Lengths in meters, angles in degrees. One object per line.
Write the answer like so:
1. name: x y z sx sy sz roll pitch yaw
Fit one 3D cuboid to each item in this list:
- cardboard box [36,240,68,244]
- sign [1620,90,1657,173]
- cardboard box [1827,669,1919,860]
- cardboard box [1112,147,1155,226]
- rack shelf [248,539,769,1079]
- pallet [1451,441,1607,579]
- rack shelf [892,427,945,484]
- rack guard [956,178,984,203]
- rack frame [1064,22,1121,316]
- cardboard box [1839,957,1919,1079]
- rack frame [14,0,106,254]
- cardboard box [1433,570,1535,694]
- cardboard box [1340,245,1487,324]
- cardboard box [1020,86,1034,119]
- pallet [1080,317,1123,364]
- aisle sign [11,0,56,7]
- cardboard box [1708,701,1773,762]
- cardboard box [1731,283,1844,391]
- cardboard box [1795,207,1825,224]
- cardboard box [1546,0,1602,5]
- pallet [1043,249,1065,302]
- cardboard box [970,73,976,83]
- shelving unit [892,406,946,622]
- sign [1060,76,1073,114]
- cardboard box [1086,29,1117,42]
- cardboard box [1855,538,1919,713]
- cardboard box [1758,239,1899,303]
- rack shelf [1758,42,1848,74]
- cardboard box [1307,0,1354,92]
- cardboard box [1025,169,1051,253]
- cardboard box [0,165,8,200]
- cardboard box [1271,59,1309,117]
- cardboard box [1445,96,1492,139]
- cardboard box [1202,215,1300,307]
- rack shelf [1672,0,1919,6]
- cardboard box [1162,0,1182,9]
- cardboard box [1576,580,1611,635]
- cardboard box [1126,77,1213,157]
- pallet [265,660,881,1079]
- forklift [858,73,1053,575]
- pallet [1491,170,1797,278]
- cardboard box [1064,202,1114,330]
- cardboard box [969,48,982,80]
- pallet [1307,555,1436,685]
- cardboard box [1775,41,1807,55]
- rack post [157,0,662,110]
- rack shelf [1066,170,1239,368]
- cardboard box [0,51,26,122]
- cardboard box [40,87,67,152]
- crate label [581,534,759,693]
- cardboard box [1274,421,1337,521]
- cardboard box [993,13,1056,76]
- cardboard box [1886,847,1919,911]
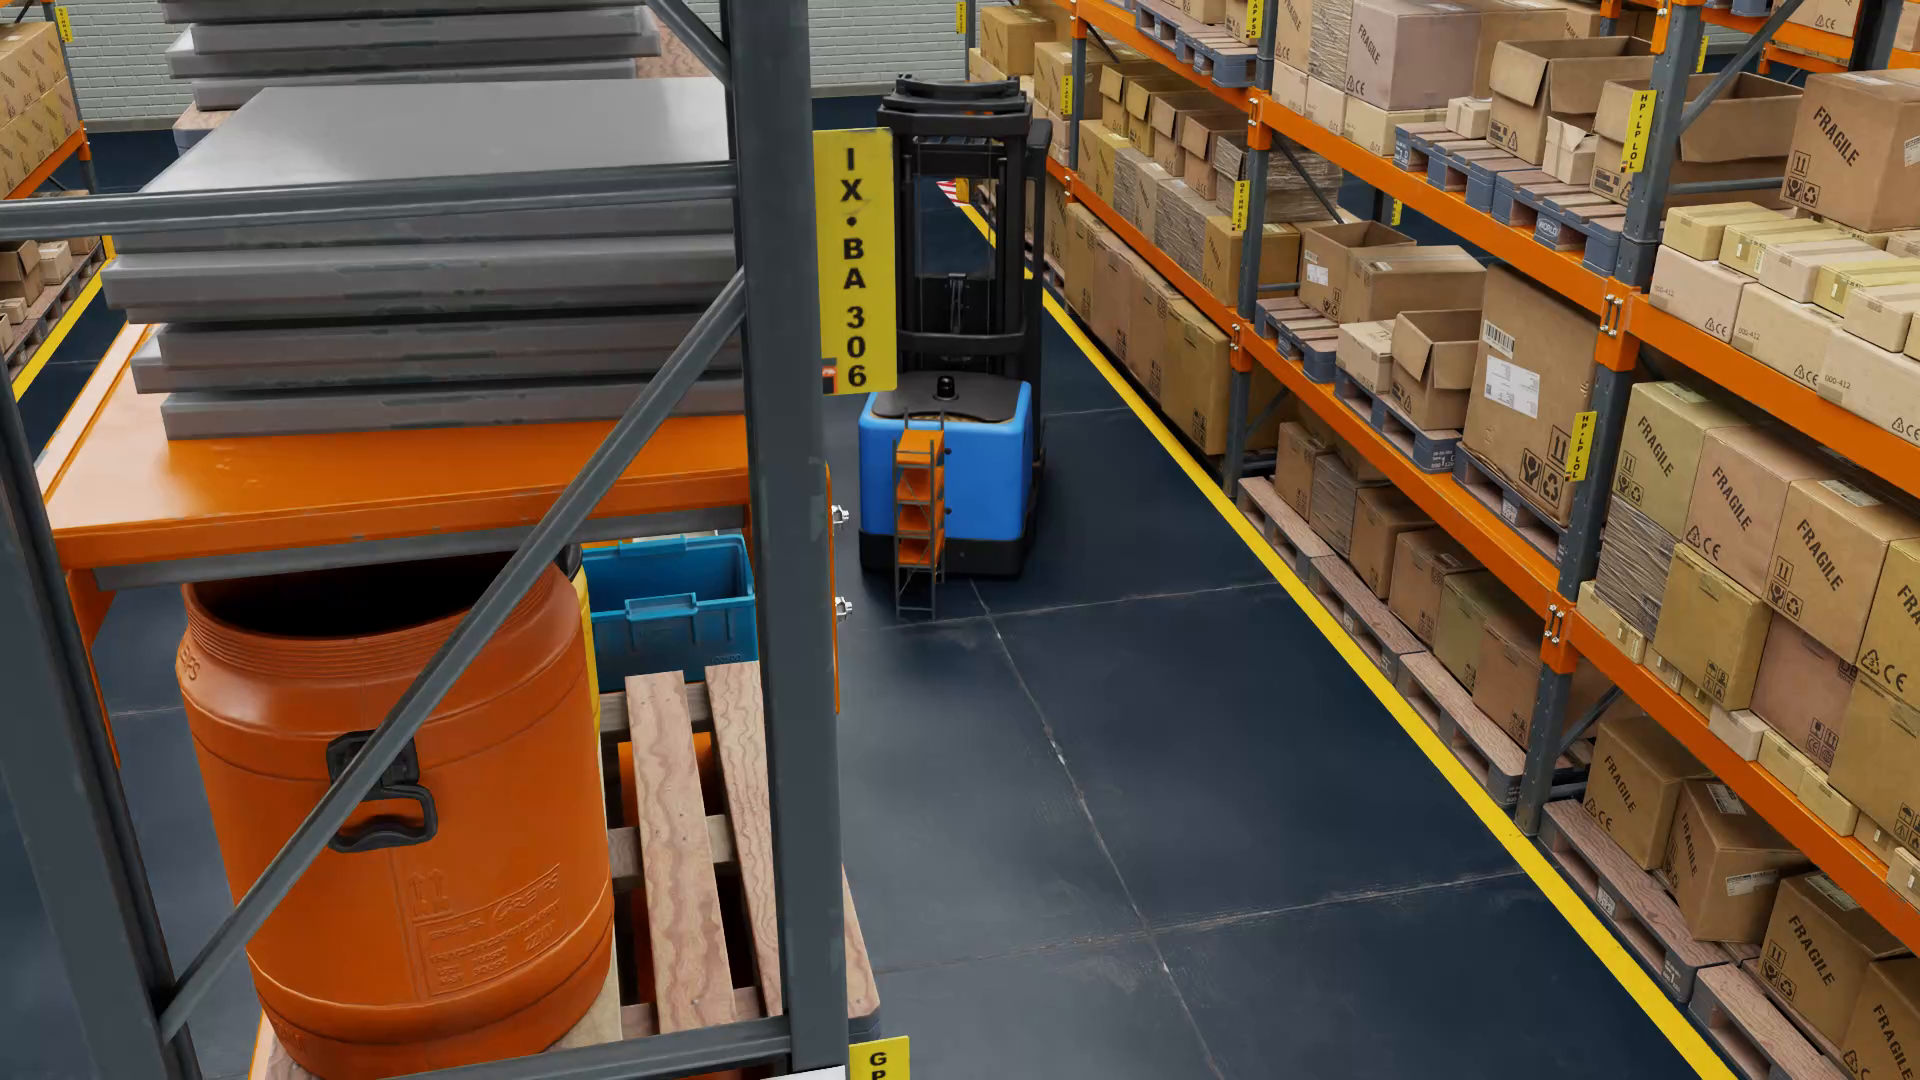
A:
1. cardboard box: -8.731 -2.743 15.859 0.380 0.166 0.250 -6 27 -12
2. sign: 2.720 -1.637 6.670 0.100 0.325 0.005 -6 27 -12
3. cardboard box: 3.662 0.734 5.873 0.875 0.500 0.500 -6 27 -12
4. cardboard box: 1.543 -2.838 13.279 0.500 0.500 0.500 -7 28 -13
5. rack shelf: -1.115 0.414 4.416 1.077 0.370 4.000 -6 27 -12
6. pallet: 3.229 -0.213 8.403 1.003 0.211 1.213 -6 27 -12
7. rack shelf: -0.243 -0.506 9.894 0.258 0.148 0.480 3 27 6
8. rack guard: 0.550 -4.111 18.687 1.175 0.500 0.348 -6 27 -12
9. rack frame: 1.457 -3.461 14.624 1.000 3.000 0.127 -6 27 -12
10. cardboard box: 3.746 1.924 6.263 0.500 0.500 0.500 -3 27 -7
11. rack frame: -9.097 -4.212 16.113 1.000 3.000 0.127 -6 27 -12
12. cardboard box: 3.053 0.488 9.087 0.700 0.500 0.500 -6 27 -12
13. cardboard box: 2.742 -1.469 10.101 0.700 0.500 0.500 -2 27 -4
14. cardboard box: 0.867 -4.145 15.816 0.500 0.250 0.500 -5 27 -11
15. pallet: 1.704 -1.885 14.596 1.003 0.211 1.213 -6 27 -12
16. aisle sign: -8.814 -5.434 15.649 0.394 0.787 0.004 -6 27 -12
17. cardboard box: 3.224 0.729 6.602 0.380 0.149 0.250 -6 27 -12
18. cardboard box: 3.236 -0.766 6.122 0.500 0.250 0.500 -6 27 -12
19. cardboard box: 3.614 -1.286 6.710 0.380 0.149 0.250 -5 27 -10
20. cardboard box: 5.821 -4.949 16.022 0.500 0.500 0.500 -7 28 -13
21. pallet: 1.362 -2.558 15.930 1.003 0.211 1.213 -6 27 -12
22. cardboard box: 0.314 -4.915 17.785 0.380 0.149 0.250 -6 27 -11
23. shelving unit: -0.243 -0.155 10.072 0.258 1.200 0.503 3 27 6
24. sign: 0.916 -3.826 14.298 0.100 0.325 0.005 -6 27 -12
25. cardboard box: 1.373 -4.543 15.771 0.500 0.500 0.500 -7 28 -13
26. cardboard box: 3.463 0.308 5.606 0.500 0.500 0.500 -6 27 -12
27. cardboard box: 3.200 -0.993 6.130 0.380 0.149 0.250 -6 27 -11
28. rack shelf: 10.661 -5.024 18.519 1.077 0.370 4.000 -6 27 -12
29. cardboard box: 2.324 -2.856 9.432 0.500 0.500 0.500 -6 27 -11
30. cardboard box: 1.183 -3.393 16.381 0.875 0.875 0.875 -6 27 -12
31. cardboard box: -8.163 -2.977 13.555 0.500 0.500 0.500 -5 27 -11
32. cardboard box: 2.216 -2.745 10.043 0.500 0.250 0.500 -5 27 -11
33. cardboard box: 2.740 -2.184 8.559 0.380 0.166 0.250 -7 28 -13
34. cardboard box: 2.006 -1.941 11.502 0.500 0.500 0.500 -5 27 -10
35. rack shelf: 3.710 -1.426 4.738 1.077 0.370 4.000 -6 27 -12
36. cardboard box: 1.877 -4.172 12.124 0.797 0.503 0.637 -6 27 -12
37. cardboard box: 3.015 0.288 7.475 0.380 0.149 0.250 -6 27 -12
38. cardboard box: 1.752 -3.371 13.222 0.797 0.503 0.637 -6 27 -11
39. pallet: -0.756 0.682 3.296 1.003 0.211 1.213 -6 27 -12
40. forklift: 0.033 -1.721 11.253 1.130 2.935 3.031 3 27 6
41. pallet: 3.224 -1.486 7.591 1.213 0.211 1.003 -6 27 -12
42. cardboard box: 1.621 -2.421 14.456 1.225 0.875 0.875 -6 27 -11
43. cardboard box: 0.400 -5.044 17.598 0.500 0.250 0.500 -7 28 -13
44. pallet: 2.804 0.418 10.034 1.003 0.211 1.213 -6 27 -12
45. cardboard box: 10.039 -6.028 19.599 0.500 0.500 0.500 -6 27 -12
46. rack post: -1.132 -1.182 3.535 0.937 0.300 0.954 -6 27 -13
47. rack shelf: 1.908 -2.262 13.047 1.077 0.370 4.000 -6 27 -12
48. cardboard box: -8.377 -3.862 14.198 0.500 0.500 0.500 -5 27 -10
49. cardboard box: -8.611 -3.861 15.306 0.500 0.500 0.500 -6 27 -11
50. crate label: -0.764 0.182 4.243 0.502 0.251 0.408 -6 27 -12
51. cardboard box: 2.529 -0.493 11.030 0.700 0.500 0.500 -7 28 -14
52. cardboard box: 0.636 -4.933 16.545 0.500 0.500 0.500 -7 28 -13
53. cardboard box: 3.455 1.167 5.733 0.380 0.149 0.250 -6 27 -12
